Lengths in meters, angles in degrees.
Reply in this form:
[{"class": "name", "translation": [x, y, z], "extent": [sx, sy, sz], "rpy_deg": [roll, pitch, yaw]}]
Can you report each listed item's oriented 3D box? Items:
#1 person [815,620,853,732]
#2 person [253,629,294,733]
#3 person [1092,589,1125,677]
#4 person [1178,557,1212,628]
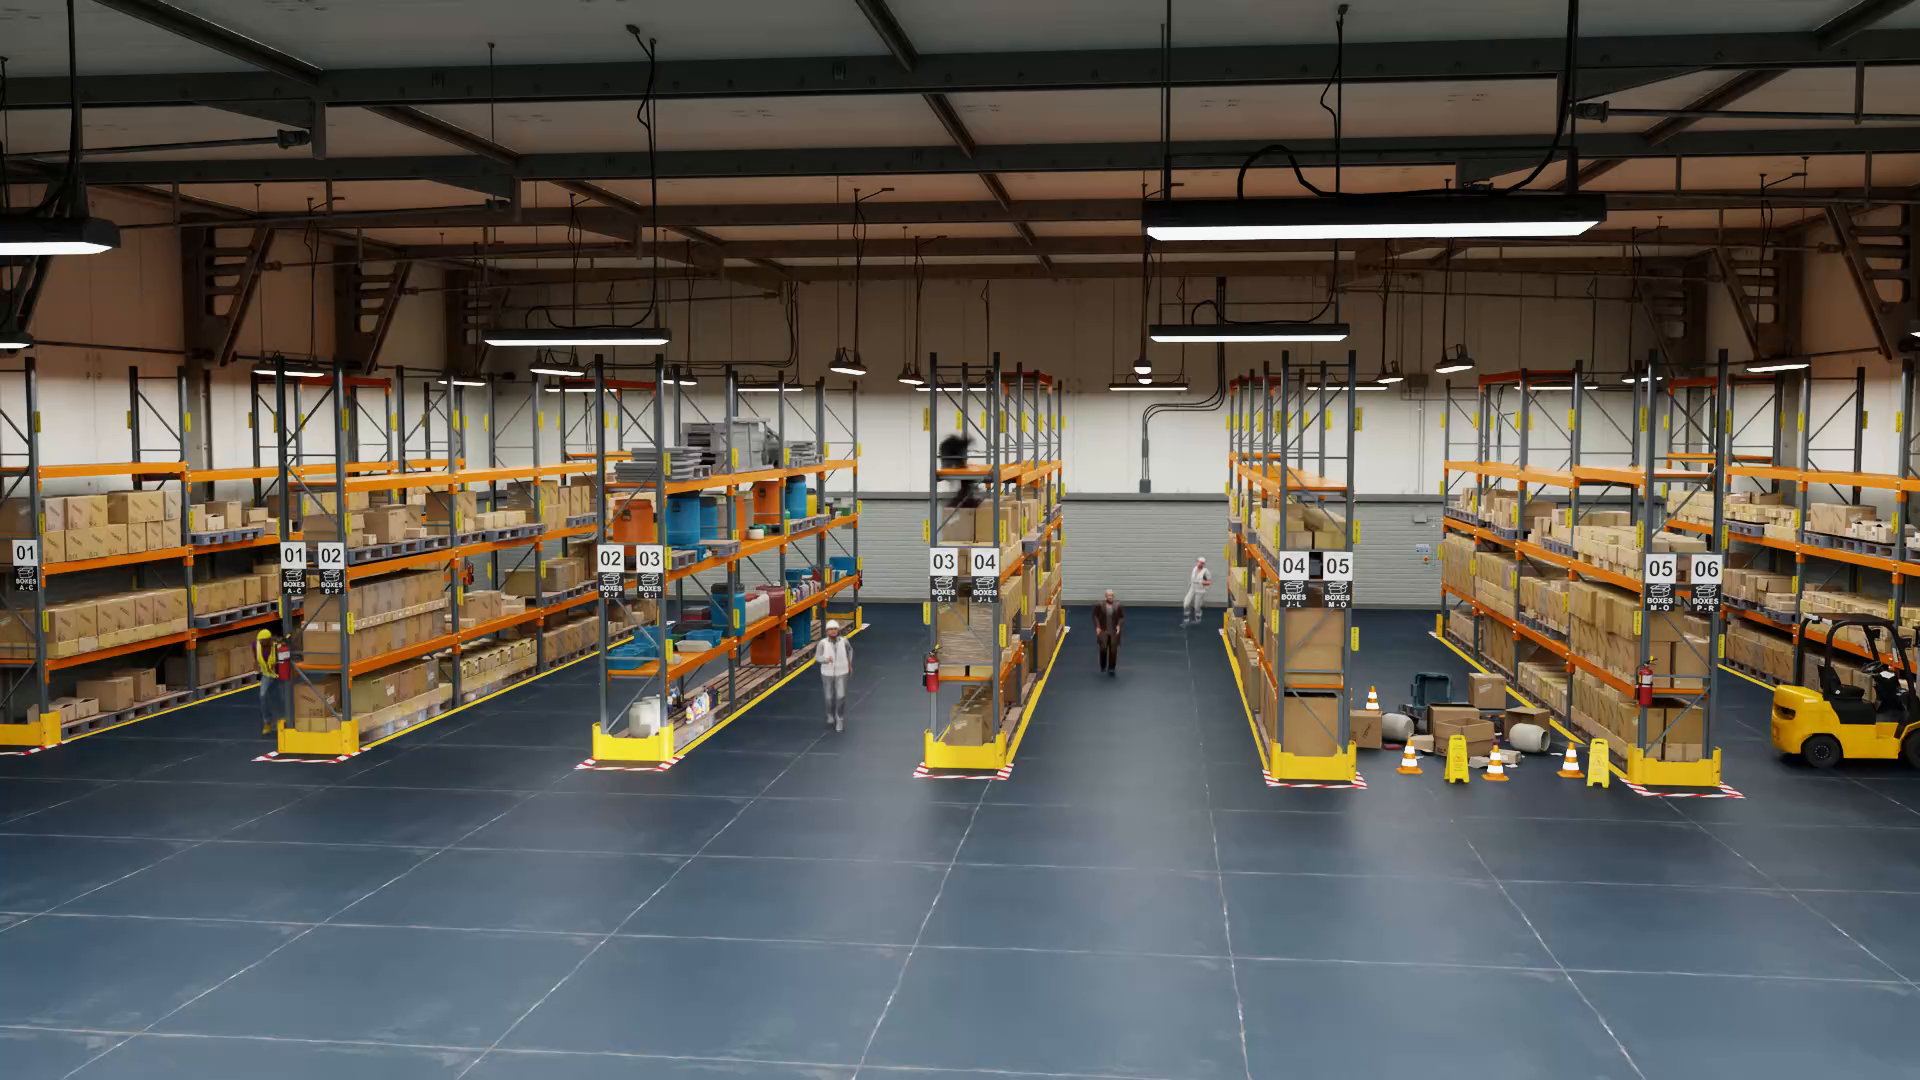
[{"class": "person", "translation": [-2.050, 2.209, 27.069], "extent": [0.611, 1.825, 0.832], "rpy_deg": [0, 4, -4]}, {"class": "person", "translation": [-11.168, 2.272, 27.179], "extent": [0.754, 1.721, 1.041], "rpy_deg": [1, 4, 10]}, {"class": "person", "translation": [2.929, 1.829, 32.743], "extent": [0.641, 1.735, 0.725], "rpy_deg": [0, 4, 3]}, {"class": "person", "translation": [5.814, 1.275, 40.512], "extent": [0.795, 1.768, 0.684], "rpy_deg": [3, 5, 40]}]
